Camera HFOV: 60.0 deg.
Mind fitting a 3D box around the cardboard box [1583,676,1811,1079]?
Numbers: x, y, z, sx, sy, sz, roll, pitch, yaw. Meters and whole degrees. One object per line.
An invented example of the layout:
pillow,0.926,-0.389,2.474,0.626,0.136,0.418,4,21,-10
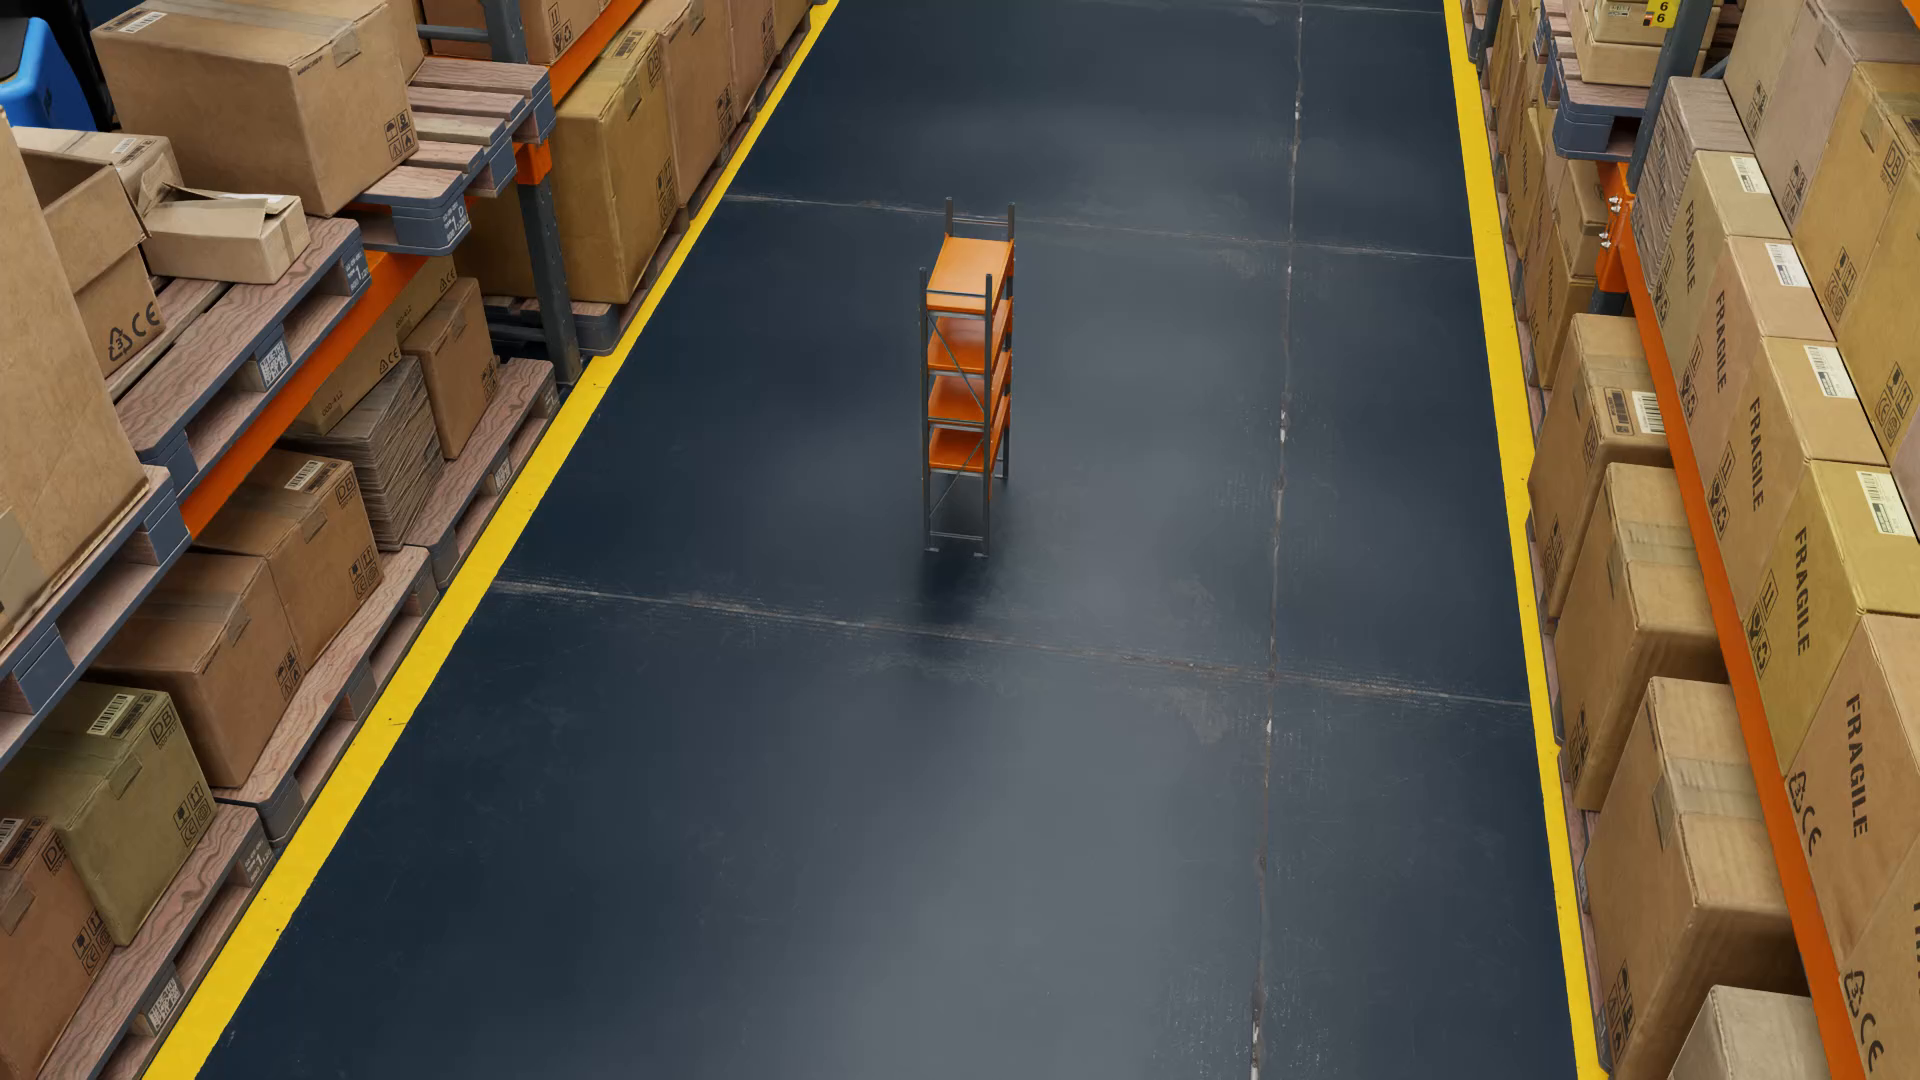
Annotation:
cardboard box,2.249,0.928,4.209,1.050,0.750,0.750,6,40,8

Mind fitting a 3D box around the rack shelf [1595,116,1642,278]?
rack shelf,3.097,-2.261,7.195,1.077,0.370,4.000,6,40,8

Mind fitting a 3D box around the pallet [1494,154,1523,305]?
pallet,3.101,-1.462,7.853,1.003,0.211,1.213,6,40,8

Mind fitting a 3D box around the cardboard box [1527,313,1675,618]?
cardboard box,2.557,-0.205,5.580,1.050,0.750,0.750,6,40,7

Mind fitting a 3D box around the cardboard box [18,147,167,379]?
cardboard box,-2.599,-0.683,4.311,0.797,0.503,0.637,10,41,12

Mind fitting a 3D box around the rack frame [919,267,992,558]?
rack frame,-0.014,-0.413,5.808,0.240,1.200,0.015,6,40,8

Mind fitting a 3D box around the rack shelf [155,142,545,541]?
rack shelf,-2.462,-0.361,4.897,1.077,0.370,4.000,6,40,8

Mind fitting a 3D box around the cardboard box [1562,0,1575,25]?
cardboard box,2.473,-2.025,6.213,0.380,0.149,0.250,7,40,8

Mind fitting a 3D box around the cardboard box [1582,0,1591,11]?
cardboard box,2.433,-1.991,5.938,0.380,0.149,0.250,8,40,9

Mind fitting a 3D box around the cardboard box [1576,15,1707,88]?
cardboard box,2.384,-1.708,5.830,0.380,0.149,0.250,7,40,8

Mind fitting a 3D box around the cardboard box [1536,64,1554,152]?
cardboard box,2.792,-1.864,7.194,0.500,0.250,0.500,7,40,9

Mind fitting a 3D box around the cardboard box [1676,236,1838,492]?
cardboard box,2.235,-0.434,4.342,0.500,0.500,0.500,6,40,8

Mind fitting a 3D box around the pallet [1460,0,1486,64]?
pallet,3.525,-3.144,9.887,1.003,0.211,1.213,6,40,8

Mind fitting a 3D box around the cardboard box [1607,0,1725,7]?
cardboard box,2.385,-1.935,5.638,0.380,0.149,0.250,5,40,6

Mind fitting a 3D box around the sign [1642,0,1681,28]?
sign,2.215,-1.753,5.169,0.100,0.325,0.005,6,40,8

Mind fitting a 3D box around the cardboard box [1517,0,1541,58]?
cardboard box,2.966,-2.512,7.977,0.500,0.250,0.500,7,40,9

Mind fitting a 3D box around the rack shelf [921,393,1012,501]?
rack shelf,0.029,-0.361,6.163,0.258,0.148,0.480,6,40,8

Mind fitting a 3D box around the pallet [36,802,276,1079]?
pallet,-2.675,1.203,4.629,1.003,0.211,1.213,6,40,8

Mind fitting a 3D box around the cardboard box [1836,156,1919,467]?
cardboard box,2.403,-0.466,3.596,0.700,0.500,0.500,6,40,7

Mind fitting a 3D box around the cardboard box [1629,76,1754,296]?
cardboard box,2.408,-1.069,5.111,0.500,0.500,0.500,7,40,8

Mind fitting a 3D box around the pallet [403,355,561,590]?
pallet,-2.253,-0.328,6.481,1.003,0.211,1.213,6,40,8

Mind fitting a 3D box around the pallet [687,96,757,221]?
pallet,-1.692,-2.068,8.586,1.003,0.211,1.213,6,40,8

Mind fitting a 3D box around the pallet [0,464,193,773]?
pallet,-2.533,0.227,3.771,1.003,0.211,1.213,6,40,8

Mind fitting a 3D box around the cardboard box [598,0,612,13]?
cardboard box,-1.677,-2.531,6.878,0.500,0.500,0.500,5,40,6

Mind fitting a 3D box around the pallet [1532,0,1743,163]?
pallet,2.770,-1.668,6.064,1.213,0.211,1.003,6,40,8

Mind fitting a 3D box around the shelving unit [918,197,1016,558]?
shelving unit,0.029,-0.566,5.993,0.258,1.200,0.503,6,40,8

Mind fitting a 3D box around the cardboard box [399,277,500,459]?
cardboard box,-2.213,-0.677,6.331,0.700,0.500,0.500,4,40,5

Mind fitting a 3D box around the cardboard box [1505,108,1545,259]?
cardboard box,2.777,-1.582,7.442,0.500,0.500,0.500,5,40,6

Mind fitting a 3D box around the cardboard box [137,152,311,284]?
cardboard box,-2.139,-0.927,4.793,0.396,0.266,0.258,5,40,6

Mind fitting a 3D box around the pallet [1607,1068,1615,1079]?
pallet,2.118,1.810,3.896,1.003,0.211,1.213,6,40,8

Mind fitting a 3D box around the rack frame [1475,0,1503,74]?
rack frame,3.444,-3.793,8.484,1.000,3.000,0.127,6,40,8

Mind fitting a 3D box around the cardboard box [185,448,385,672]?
cardboard box,-2.387,0.029,5.477,0.700,0.500,0.500,10,41,11

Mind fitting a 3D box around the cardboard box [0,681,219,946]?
cardboard box,-2.580,0.731,4.629,0.700,0.500,0.500,6,40,7

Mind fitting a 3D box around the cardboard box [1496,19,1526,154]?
cardboard box,2.965,-2.225,8.219,0.500,0.500,0.500,8,40,10

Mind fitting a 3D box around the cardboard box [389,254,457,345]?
cardboard box,-2.203,-0.965,6.091,0.500,0.250,0.500,8,40,9

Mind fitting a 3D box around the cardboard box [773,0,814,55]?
cardboard box,-1.515,-3.343,9.277,1.225,0.875,0.875,7,40,8

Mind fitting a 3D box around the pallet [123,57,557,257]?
pallet,-2.135,-1.360,5.692,1.213,0.211,1.003,6,40,8

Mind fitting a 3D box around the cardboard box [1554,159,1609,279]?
cardboard box,2.611,-1.229,6.425,0.500,0.250,0.500,6,40,7

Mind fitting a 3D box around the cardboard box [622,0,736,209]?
cardboard box,-1.815,-2.226,7.926,1.225,0.875,0.875,7,40,8

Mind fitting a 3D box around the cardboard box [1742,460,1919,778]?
cardboard box,2.061,0.198,3.578,0.500,0.500,0.500,7,40,8

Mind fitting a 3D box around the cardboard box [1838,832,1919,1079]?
cardboard box,1.886,0.832,2.811,0.500,0.500,0.500,6,40,7

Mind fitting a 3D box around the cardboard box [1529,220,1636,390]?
cardboard box,2.608,-0.923,6.645,0.500,0.500,0.500,6,40,7

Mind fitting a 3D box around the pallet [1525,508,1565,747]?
pallet,2.541,0.278,5.748,1.003,0.211,1.213,6,40,8

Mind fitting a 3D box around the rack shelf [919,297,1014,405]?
rack shelf,0.029,-0.687,5.894,0.258,0.148,0.480,6,40,8

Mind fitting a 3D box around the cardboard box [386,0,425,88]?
cardboard box,-2.170,-1.750,5.605,0.500,0.500,0.500,2,40,2

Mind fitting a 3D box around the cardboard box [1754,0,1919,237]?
cardboard box,2.578,-1.109,4.374,0.700,0.500,0.500,6,40,7

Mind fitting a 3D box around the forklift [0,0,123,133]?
forklift,-4.778,-2.955,7.524,1.130,2.935,3.031,-12,41,-15
